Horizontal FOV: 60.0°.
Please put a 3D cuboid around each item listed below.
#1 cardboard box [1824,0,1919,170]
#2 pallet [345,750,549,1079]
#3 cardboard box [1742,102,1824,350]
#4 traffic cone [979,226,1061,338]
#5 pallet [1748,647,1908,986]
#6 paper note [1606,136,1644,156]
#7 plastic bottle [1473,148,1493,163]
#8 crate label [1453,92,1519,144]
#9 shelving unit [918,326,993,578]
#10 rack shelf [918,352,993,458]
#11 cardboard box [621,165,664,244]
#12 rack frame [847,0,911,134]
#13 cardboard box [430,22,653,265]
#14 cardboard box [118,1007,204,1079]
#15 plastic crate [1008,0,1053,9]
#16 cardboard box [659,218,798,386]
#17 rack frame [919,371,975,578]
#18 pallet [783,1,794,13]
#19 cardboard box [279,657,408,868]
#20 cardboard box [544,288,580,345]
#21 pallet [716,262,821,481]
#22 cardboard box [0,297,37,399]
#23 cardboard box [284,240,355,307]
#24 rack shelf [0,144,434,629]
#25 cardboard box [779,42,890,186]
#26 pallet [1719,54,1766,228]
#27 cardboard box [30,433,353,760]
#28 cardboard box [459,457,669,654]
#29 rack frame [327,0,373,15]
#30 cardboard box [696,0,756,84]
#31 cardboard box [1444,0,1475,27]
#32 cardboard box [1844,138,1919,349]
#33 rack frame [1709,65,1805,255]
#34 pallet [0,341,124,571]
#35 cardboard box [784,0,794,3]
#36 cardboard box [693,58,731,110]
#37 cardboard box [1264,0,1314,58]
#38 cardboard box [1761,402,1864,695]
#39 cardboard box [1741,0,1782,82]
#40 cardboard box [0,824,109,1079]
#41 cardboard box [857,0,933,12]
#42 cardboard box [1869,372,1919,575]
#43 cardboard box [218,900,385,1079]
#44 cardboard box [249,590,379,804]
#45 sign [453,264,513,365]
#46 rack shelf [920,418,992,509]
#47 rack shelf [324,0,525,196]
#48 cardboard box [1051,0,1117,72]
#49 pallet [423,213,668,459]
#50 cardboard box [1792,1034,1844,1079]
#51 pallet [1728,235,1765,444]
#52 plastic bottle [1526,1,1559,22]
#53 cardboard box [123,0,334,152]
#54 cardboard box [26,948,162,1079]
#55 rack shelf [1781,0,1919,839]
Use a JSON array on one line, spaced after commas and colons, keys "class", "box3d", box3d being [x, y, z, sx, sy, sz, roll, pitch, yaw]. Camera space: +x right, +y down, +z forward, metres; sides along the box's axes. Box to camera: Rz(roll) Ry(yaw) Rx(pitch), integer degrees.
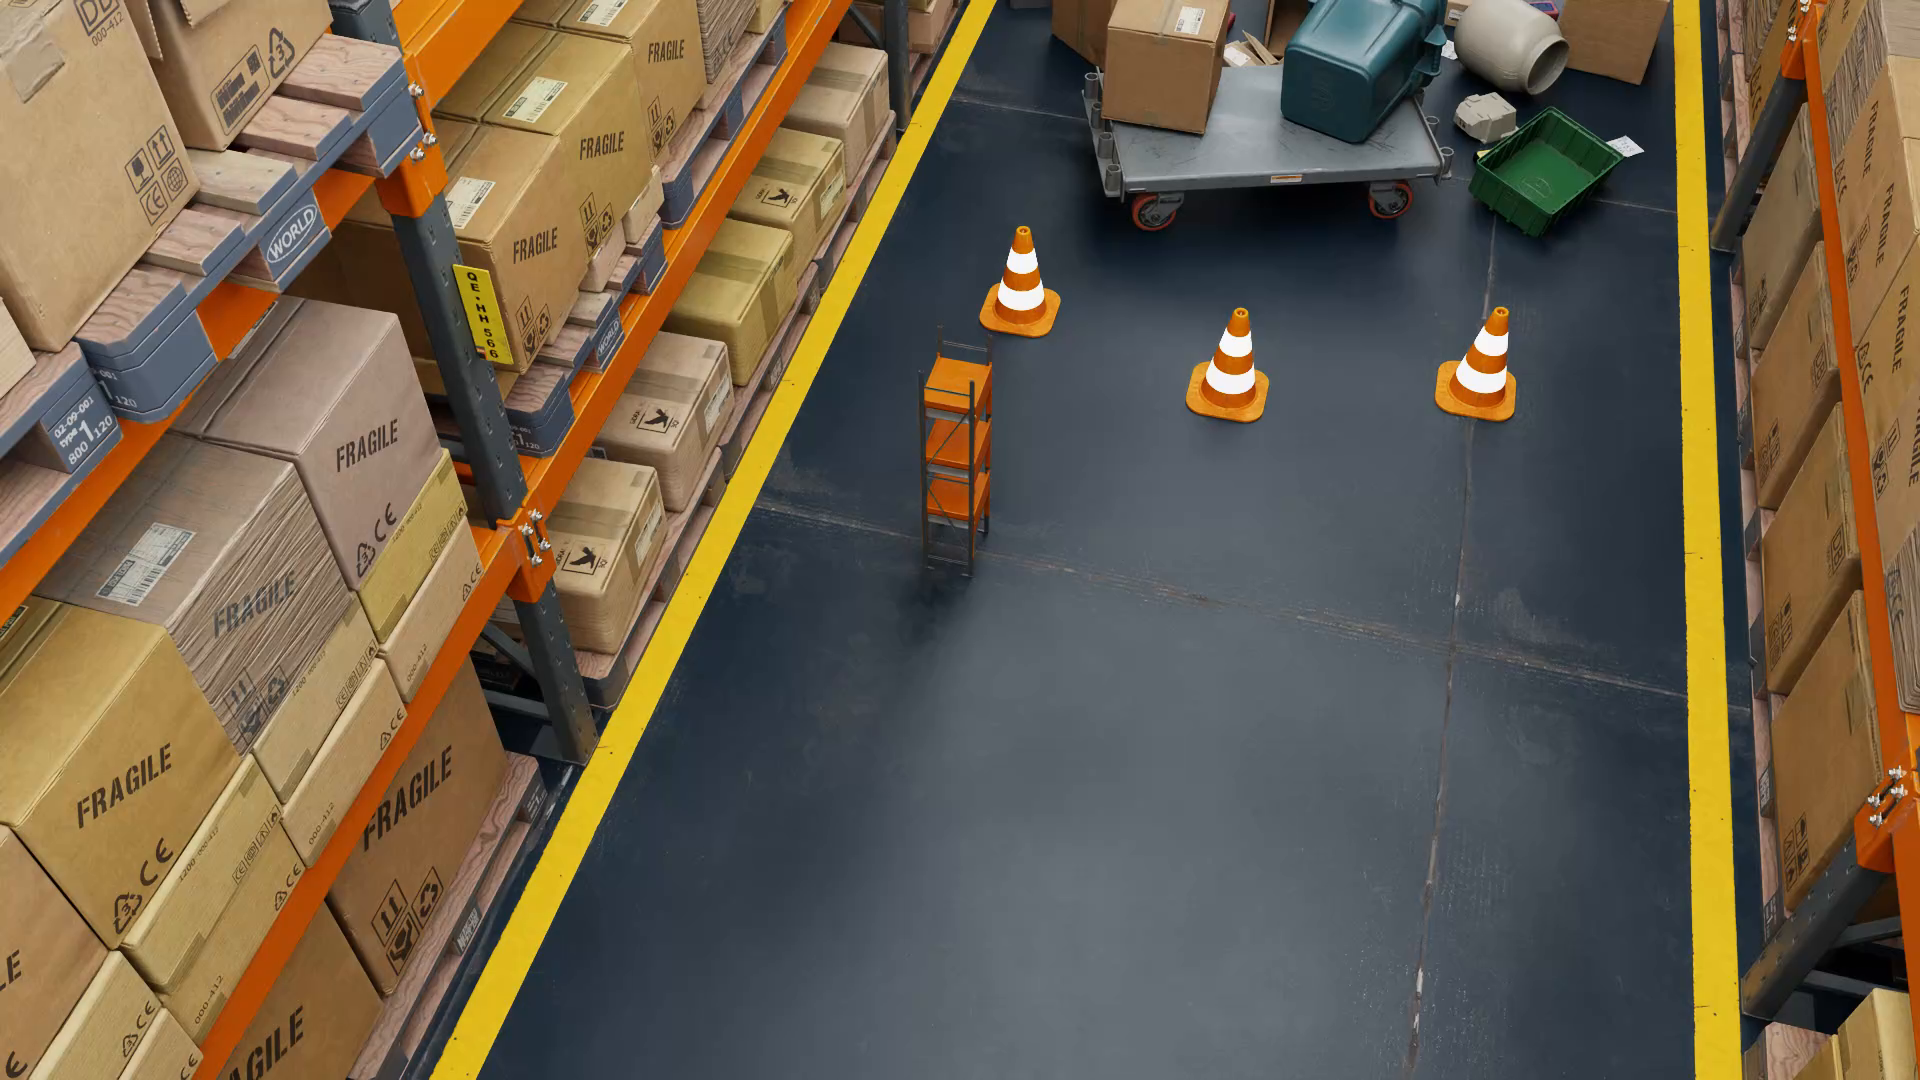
[{"class": "cardboard box", "box3d": [3.522, -1.650, 6.058, 0.500, 0.500, 0.500, 12, 50, 10]}, {"class": "pallet", "box3d": [-2.083, 1.158, 5.506, 1.003, 0.211, 1.213, 12, 50, 10]}, {"class": "cardboard box", "box3d": [3.976, -1.237, 6.981, 1.050, 0.750, 0.750, 11, 50, 10]}, {"class": "traffic cone", "box3d": [0.274, -1.201, 7.420, 0.336, 0.463, 0.334, 12, 50, 10]}, {"class": "pallet", "box3d": [3.280, 0.951, 5.689, 1.003, 0.211, 1.213, 12, 50, 10]}, {"class": "paper note", "box3d": [3.356, -1.992, 8.406, 0.147, 0.020, 0.142, -19, 51, -16]}, {"class": "plastic bottle", "box3d": [2.669, -1.835, 8.247, 0.133, 0.061, 0.283, -11, 50, -10]}, {"class": "crate label", "box3d": [2.683, -2.162, 8.486, 0.298, 0.136, 0.250, -19, 51, -16]}, {"class": "shelving unit", "box3d": [-0.014, -0.309, 6.241, 0.215, 1.050, 0.252, 12, 50, 10]}, {"class": "rack shelf", "box3d": [-0.014, -0.489, 6.036, 0.215, 0.259, 0.240, 12, 50, 10]}, {"class": "cardboard box", "box3d": [-1.222, -1.156, 5.576, 0.380, 0.149, 0.250, 12, 50, 10]}, {"class": "rack frame", "box3d": [-0.750, -3.213, 7.504, 1.000, 3.000, 0.127, 12, 50, 10]}, {"class": "cardboard box", "box3d": [-1.331, -1.249, 5.225, 0.500, 0.500, 0.500, 14, 50, 12]}, {"class": "cardboard box", "box3d": [-2.059, 1.255, 3.661, 0.500, 0.250, 0.500, 11, 49, 9]}, {"class": "plastic crate", "box3d": [0.454, -3.221, 9.458, 0.402, 0.080, 0.583, -4, 49, -3]}, {"class": "cardboard box", "box3d": [-1.253, -1.079, 7.093, 0.950, 0.372, 0.625, 13, 50, 11]}, {"class": "rack frame", "box3d": [-0.046, -0.220, 6.163, 0.200, 1.050, 0.008, 12, 50, 10]}, {"class": "pallet", "box3d": [-1.091, -2.626, 7.113, 1.003, 0.211, 1.213, 12, 50, 10]}, {"class": "cardboard box", "box3d": [-1.805, 0.519, 4.310, 0.500, 0.250, 0.500, 12, 50, 11]}, {"class": "cardboard box", "box3d": [-1.431, -0.772, 5.237, 0.380, 0.149, 0.250, 9, 49, 8]}, {"class": "pallet", "box3d": [-1.272, -0.842, 7.271, 1.003, 0.211, 1.213, 12, 50, 10]}, {"class": "cardboard box", "box3d": [-1.827, -0.342, 2.779, 0.396, 0.266, 0.258, 10, 49, 9]}, {"class": "cardboard box", "box3d": [-1.951, -0.974, 4.983, 0.500, 0.500, 0.500, 10, 49, 9]}, {"class": "rack shelf", "box3d": [-2.329, 0.372, 2.819, 1.077, 0.370, 4.000, 12, 50, 10]}, {"class": "cardboard box", "box3d": [-0.885, -2.103, 7.997, 0.950, 0.372, 0.625, 12, 50, 11]}, {"class": "pallet", "box3d": [4.328, -1.921, 8.224, 1.003, 0.211, 1.213, 12, 50, 10]}, {"class": "cardboard box", "box3d": [-1.813, 0.114, 3.834, 0.500, 0.500, 0.500, 12, 50, 11]}, {"class": "cardboard box", "box3d": [-1.644, 0.004, 6.137, 0.950, 0.372, 0.625, 9, 49, 7]}, {"class": "rack frame", "box3d": [-1.803, -2.305, 2.701, 1.000, 3.000, 0.127, 12, 50, 10]}, {"class": "cardboard box", "box3d": [-1.058, -1.994, 5.883, 0.500, 0.500, 0.500, 10, 49, 9]}, {"class": "cardboard box", "box3d": [2.728, -3.011, 9.150, 0.396, 0.266, 0.258, 19, 51, 16]}, {"class": "cardboard box", "box3d": [3.254, -0.922, 5.415, 0.500, 0.500, 0.500, 12, 50, 11]}, {"class": "rack frame", "box3d": [4.052, -2.309, 6.706, 1.000, 3.000, 0.127, 12, 50, 10]}, {"class": "pallet", "box3d": [-2.212, 0.036, 2.762, 1.003, 0.211, 1.213, 14, 50, 12]}, {"class": "cardboard box", "box3d": [-0.802, -2.277, 6.565, 0.380, 0.149, 0.250, 12, 50, 10]}, {"class": "cardboard box", "box3d": [-1.066, -1.734, 6.086, 0.380, 0.149, 0.250, 13, 50, 11]}, {"class": "cardboard box", "box3d": [2.045, -2.877, 8.782, 0.797, 0.637, 0.503, 12, 50, 10]}, {"class": "cardboard box", "box3d": [3.473, 0.134, 5.771, 1.050, 0.750, 0.750, 12, 50, 11]}, {"class": "cardboard box", "box3d": [4.519, -2.839, 8.311, 0.875, 0.875, 0.875, 12, 50, 10]}, {"class": "cardboard box", "box3d": [-2.091, 0.837, 3.196, 0.500, 0.500, 0.500, 11, 49, 9]}, {"class": "cardboard box", "box3d": [-0.334, -3.064, 8.426, 0.500, 0.500, 0.500, 14, 50, 12]}, {"class": "cardboard box", "box3d": [2.992, -0.188, 4.768, 0.500, 0.500, 0.500, 12, 50, 10]}, {"class": "cardboard box", "box3d": [-2.303, 1.372, 4.595, 0.875, 0.875, 0.875, 12, 50, 10]}, {"class": "cardboard box", "box3d": [-1.816, 0.336, 4.138, 0.500, 0.250, 0.500, 10, 49, 9]}, {"class": "sign", "box3d": [-1.266, -0.596, 4.422, 0.100, 0.325, 0.005, 12, 50, 10]}, {"class": "rack shelf", "box3d": [-0.014, -0.302, 6.249, 0.215, 0.259, 0.240, 12, 50, 10]}, {"class": "rack shelf", "box3d": [-1.276, -2.521, 5.372, 1.077, 0.370, 4.000, 12, 50, 10]}, {"class": "cardboard box", "box3d": [0.845, -2.893, 8.887, 0.500, 0.500, 0.500, -27, 54, -22]}, {"class": "pallet", "box3d": [-1.718, -0.793, 5.496, 1.213, 0.211, 1.003, 12, 50, 10]}, {"class": "cardboard box", "box3d": [2.567, 1.733, 4.526, 0.500, 0.500, 0.500, 10, 49, 8]}, {"class": "pallet", "box3d": [3.922, -0.814, 7.246, 1.003, 0.211, 1.213, 12, 50, 10]}, {"class": "plastic bottle", "box3d": [3.153, -2.920, 9.205, 0.283, 0.061, 0.133, -4, 49, -3]}, {"class": "cardboard box", "box3d": [-1.756, -1.183, 3.363, 0.797, 0.503, 0.637, 9, 49, 8]}, {"class": "cardboard box", "box3d": [-2.068, 1.086, 3.476, 0.500, 0.250, 0.500, 10, 49, 9]}, {"class": "rack shelf", "box3d": [3.526, -0.625, 5.699, 1.077, 0.370, 4.000, 12, 50, 10]}]
